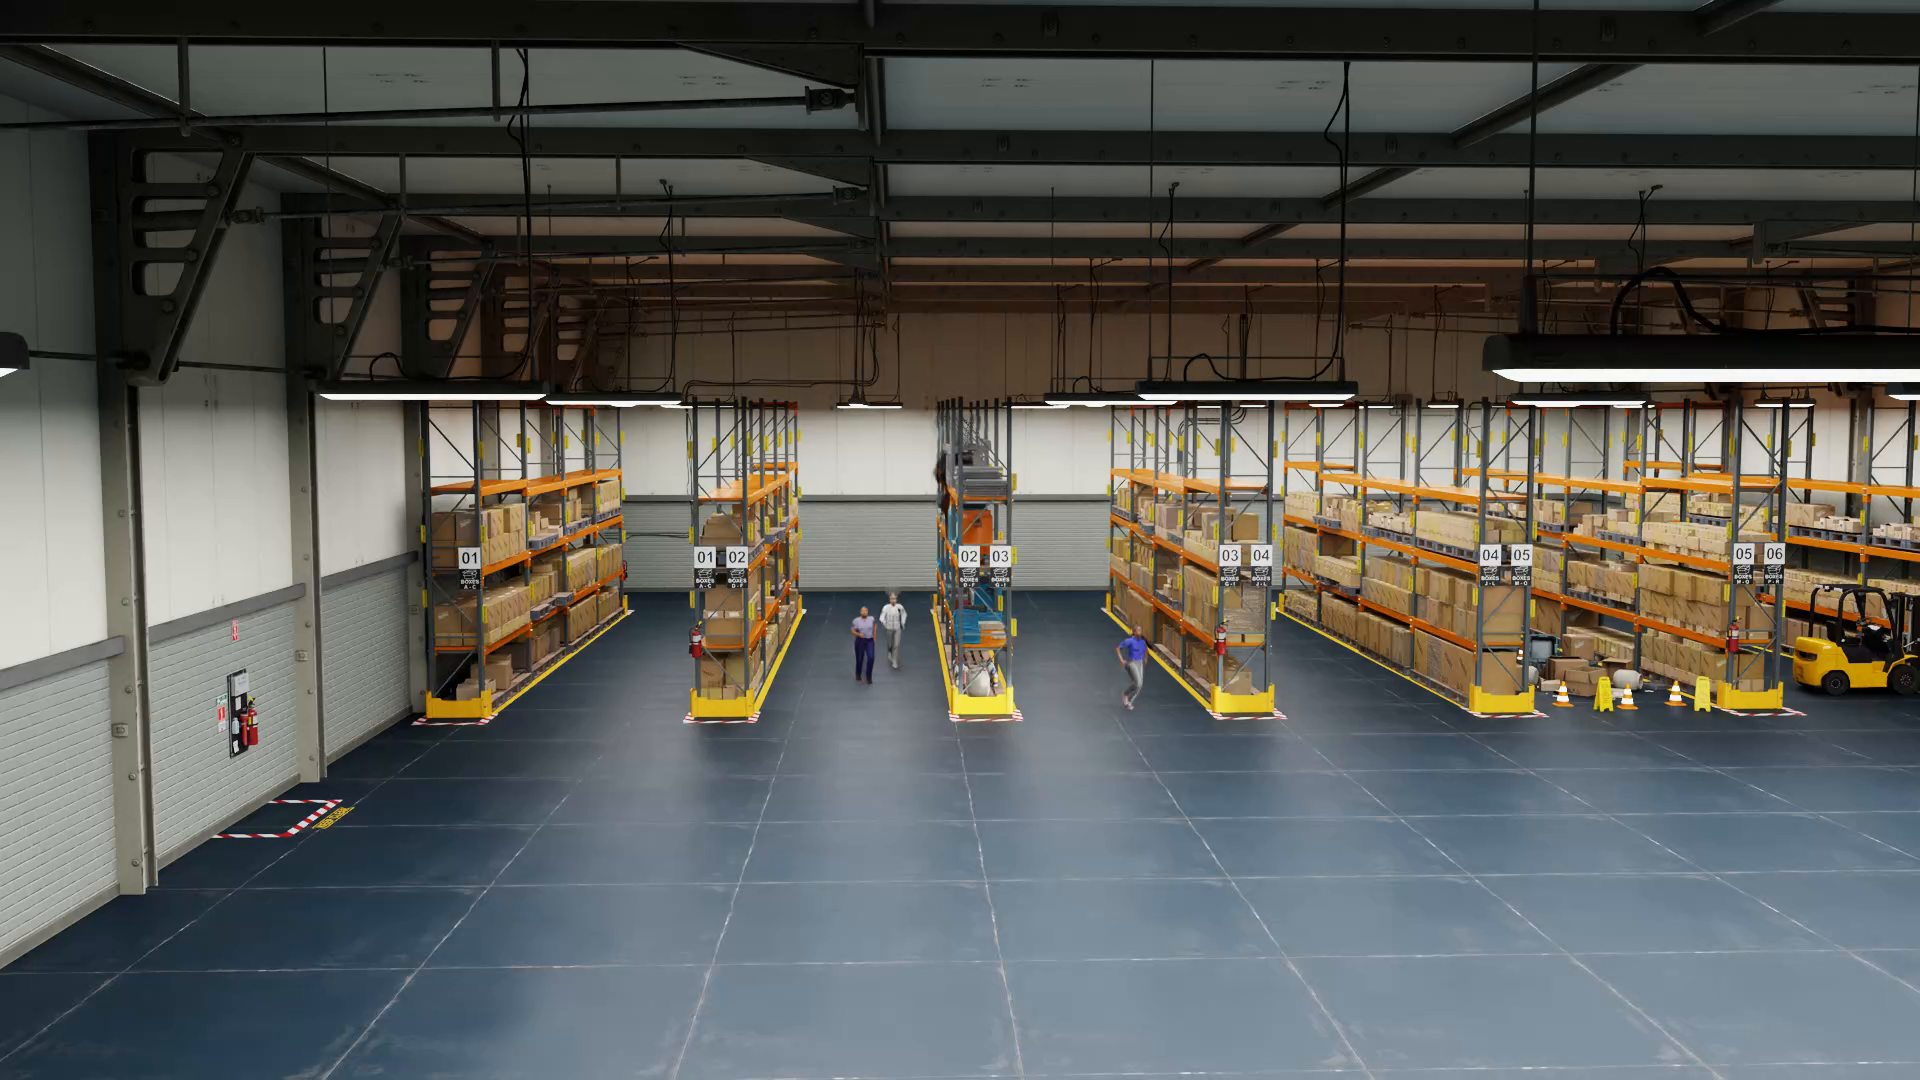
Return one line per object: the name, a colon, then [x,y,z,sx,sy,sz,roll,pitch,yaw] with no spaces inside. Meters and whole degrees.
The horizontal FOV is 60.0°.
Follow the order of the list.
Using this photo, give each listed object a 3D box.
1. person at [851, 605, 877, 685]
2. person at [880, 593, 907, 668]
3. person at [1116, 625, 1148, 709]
person: [-2.017,2.218,35.021,0.555,1.697,0.760,-1,4,-8]
person: [-1.495,2.001,37.456,0.608,1.674,0.844,0,4,-4]
person: [3.402,2.456,32.049,0.610,1.605,0.541,-3,6,-37]
